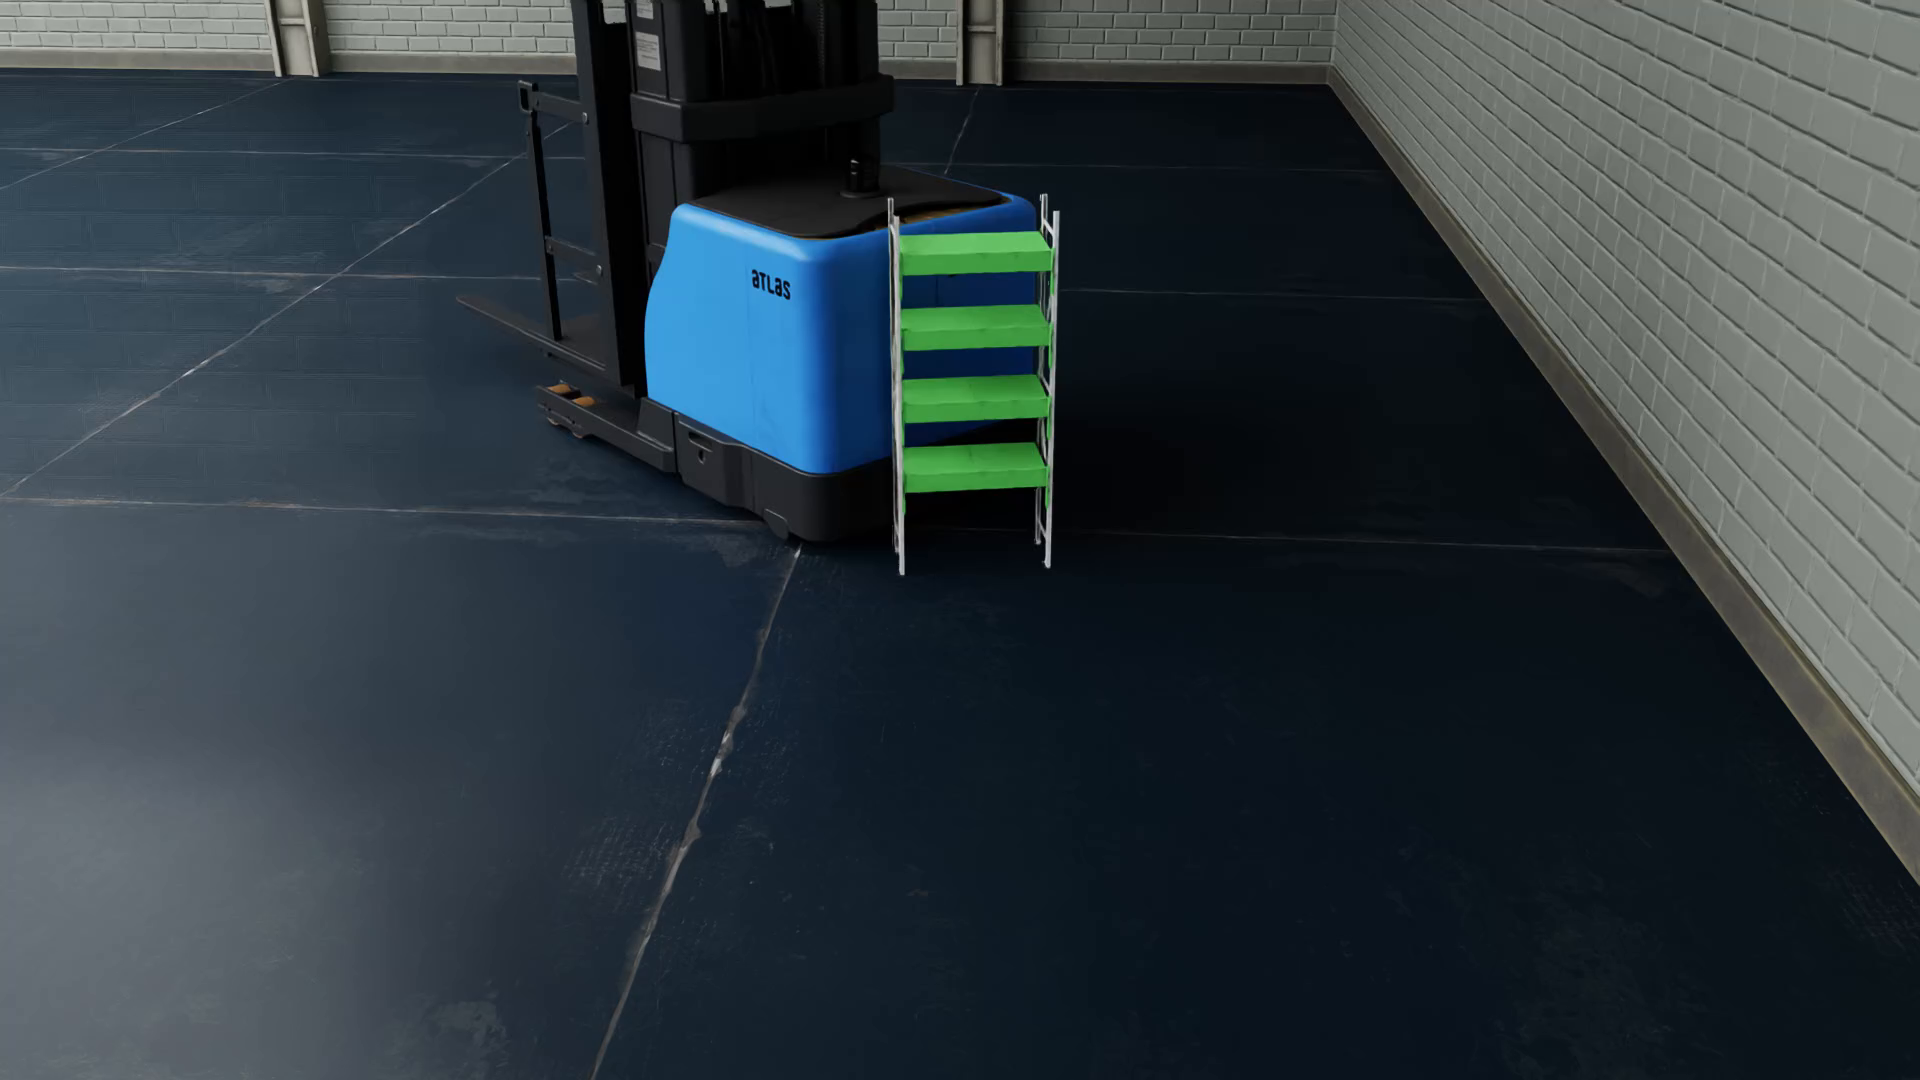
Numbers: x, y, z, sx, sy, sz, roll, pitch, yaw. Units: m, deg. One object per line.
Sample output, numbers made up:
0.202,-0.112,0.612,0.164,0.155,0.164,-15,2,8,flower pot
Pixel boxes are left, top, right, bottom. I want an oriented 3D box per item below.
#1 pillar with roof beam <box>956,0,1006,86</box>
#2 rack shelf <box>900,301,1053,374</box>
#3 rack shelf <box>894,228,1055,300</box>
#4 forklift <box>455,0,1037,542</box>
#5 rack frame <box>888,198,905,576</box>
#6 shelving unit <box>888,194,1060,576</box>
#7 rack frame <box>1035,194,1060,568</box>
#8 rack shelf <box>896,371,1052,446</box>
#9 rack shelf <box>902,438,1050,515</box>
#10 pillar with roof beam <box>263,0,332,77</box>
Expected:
-0.151,-6.234,8.533,0.400,9.000,9.100,2,25,4,pillar with roof beam
0.039,-0.648,5.302,0.480,0.148,0.258,-3,25,-6,rack shelf
0.039,-0.866,5.202,0.480,0.148,0.258,-3,25,-6,rack shelf
-1.069,-1.860,6.286,1.130,2.935,3.031,-20,32,-37,forklift
-0.204,-0.476,5.350,0.015,1.200,0.240,-3,25,-6,rack frame
0.039,-0.488,5.376,0.503,1.200,0.258,-3,25,-6,shelving unit
0.281,-0.501,5.403,0.015,1.200,0.240,-3,25,-6,rack frame
0.039,-0.430,5.403,0.480,0.148,0.258,-3,25,-6,rack shelf
0.039,-0.212,5.503,0.480,0.148,0.258,-3,25,-6,rack shelf
-6.133,-6.426,8.950,0.400,9.000,9.100,2,25,4,pillar with roof beam
